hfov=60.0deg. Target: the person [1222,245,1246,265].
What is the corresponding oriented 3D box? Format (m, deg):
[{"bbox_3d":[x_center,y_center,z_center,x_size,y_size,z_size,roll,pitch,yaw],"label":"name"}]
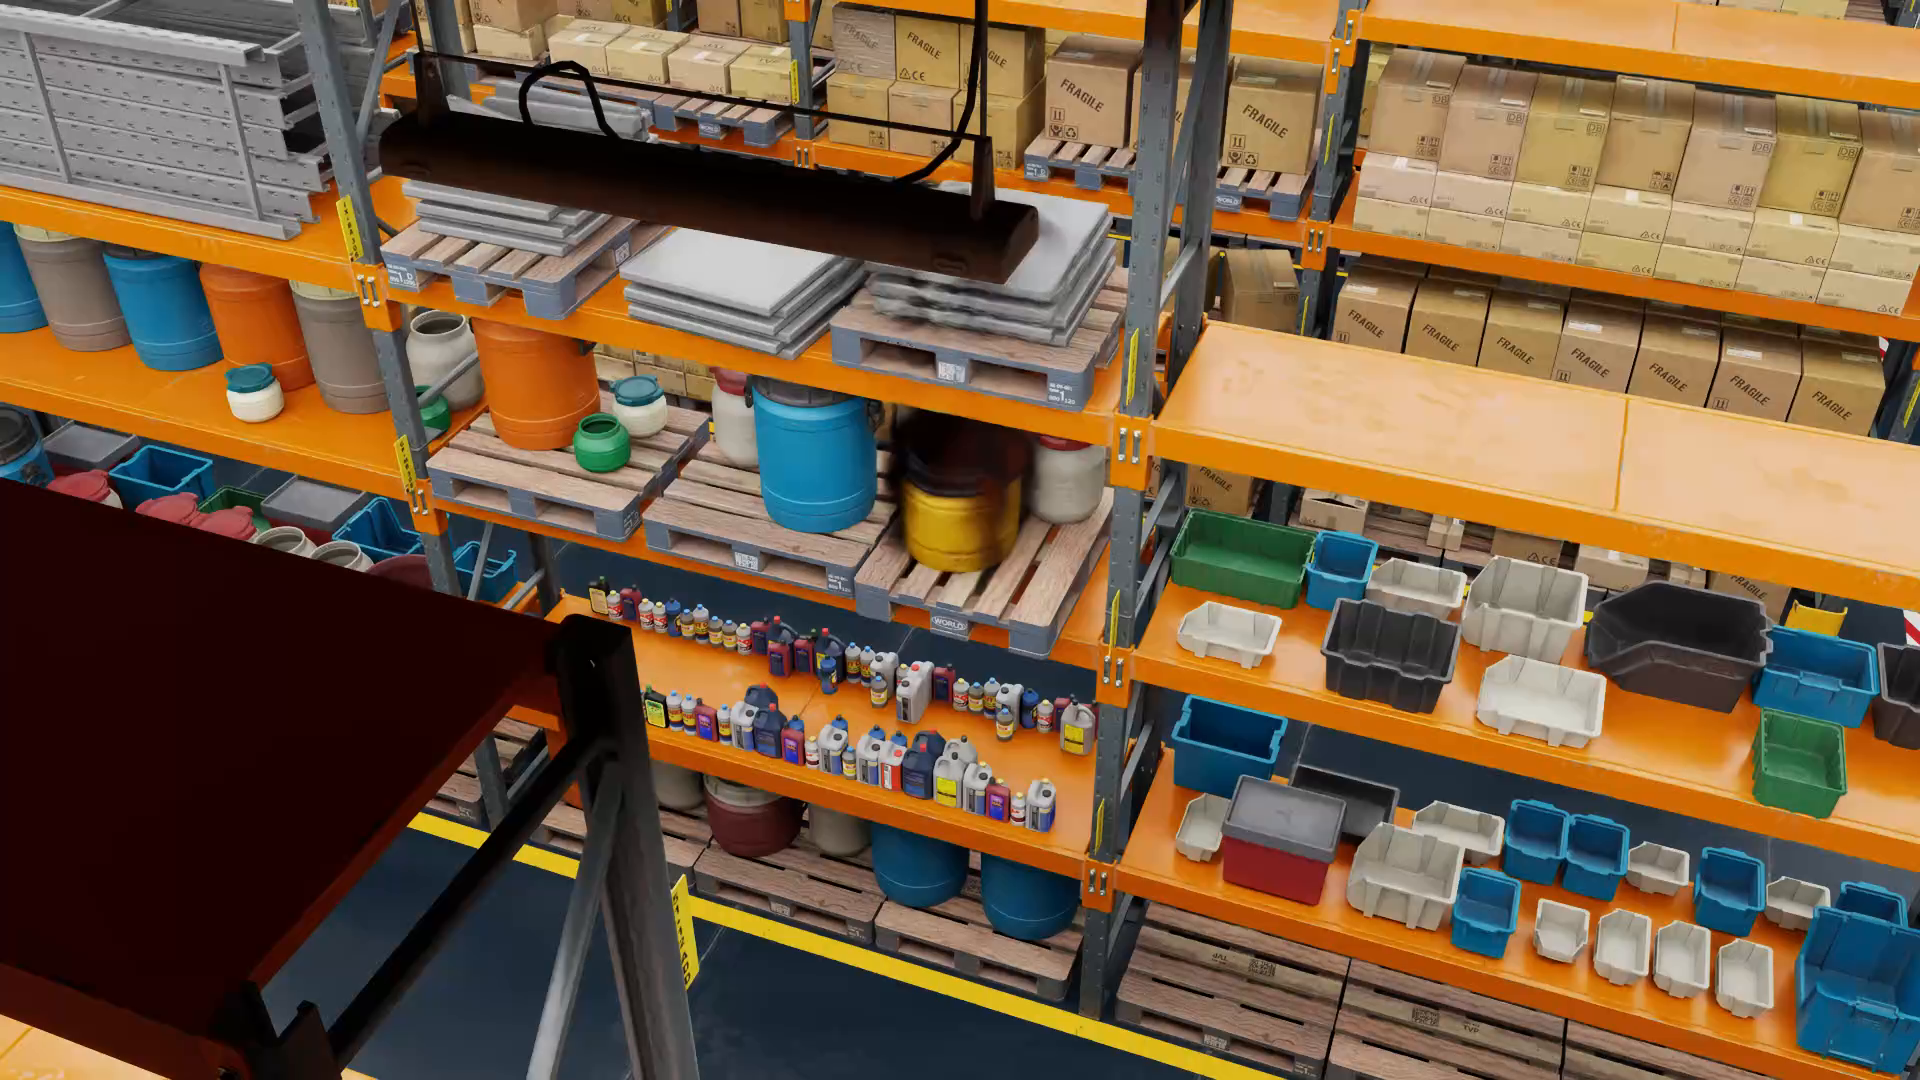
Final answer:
[{"bbox_3d":[2.524,-1.875,14.651,0.612,1.543,0.539,10,38,13],"label":"person"}]
